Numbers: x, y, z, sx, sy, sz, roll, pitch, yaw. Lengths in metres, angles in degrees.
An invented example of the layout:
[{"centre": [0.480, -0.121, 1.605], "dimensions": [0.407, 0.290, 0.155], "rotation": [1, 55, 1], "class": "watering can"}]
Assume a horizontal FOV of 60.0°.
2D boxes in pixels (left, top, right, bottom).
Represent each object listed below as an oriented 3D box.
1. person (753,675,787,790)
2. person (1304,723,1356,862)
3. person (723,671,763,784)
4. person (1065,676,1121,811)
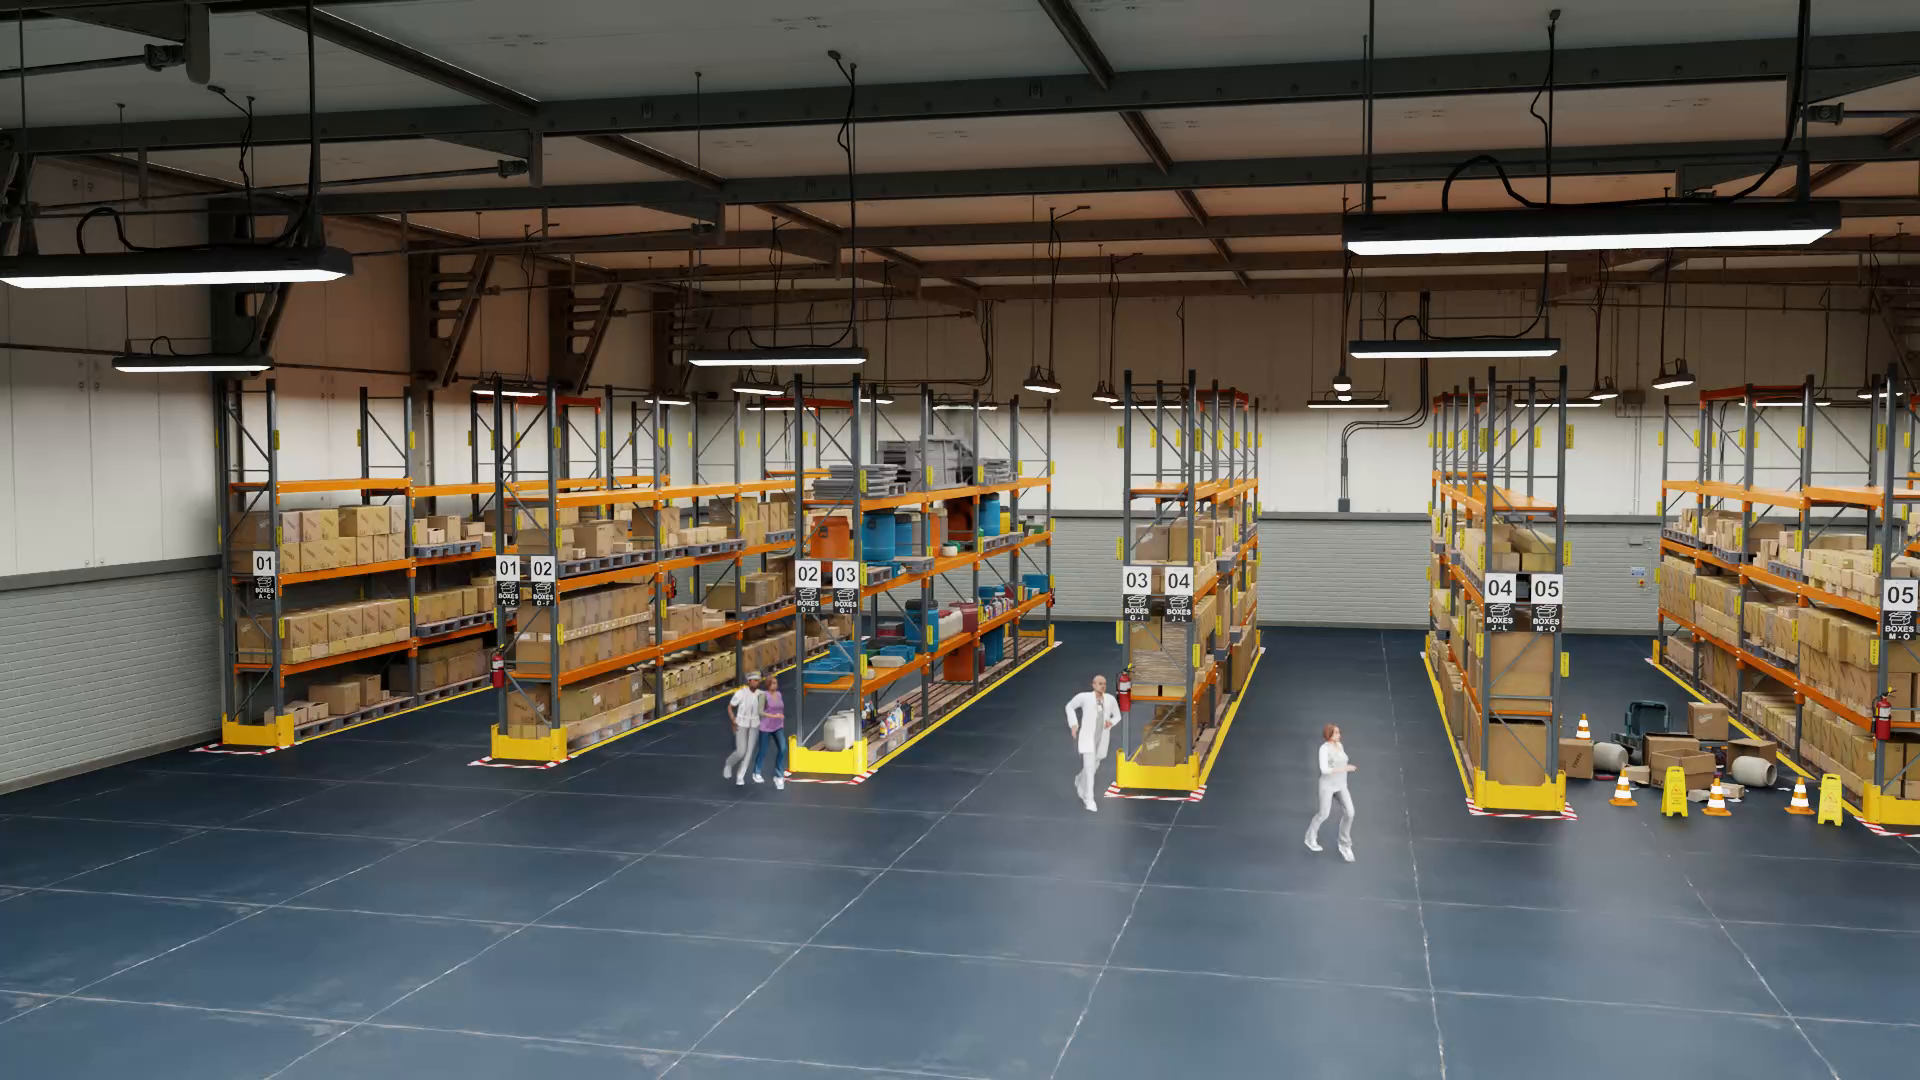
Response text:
[{"centre": [-2.717, 2.749, 23.927], "dimensions": [0.524, 1.612, 0.750], "rotation": [-2, 4, -35], "class": "person"}, {"centre": [4.451, 3.004, 19.907], "dimensions": [0.510, 1.646, 0.724], "rotation": [-2, 4, -35], "class": "person"}, {"centre": [-3.101, 2.724, 24.316], "dimensions": [0.649, 1.634, 0.543], "rotation": [-2, 4, -27], "class": "person"}, {"centre": [1.850, 2.771, 22.919], "dimensions": [0.729, 1.829, 0.931], "rotation": [-1, 4, -17], "class": "person"}]
